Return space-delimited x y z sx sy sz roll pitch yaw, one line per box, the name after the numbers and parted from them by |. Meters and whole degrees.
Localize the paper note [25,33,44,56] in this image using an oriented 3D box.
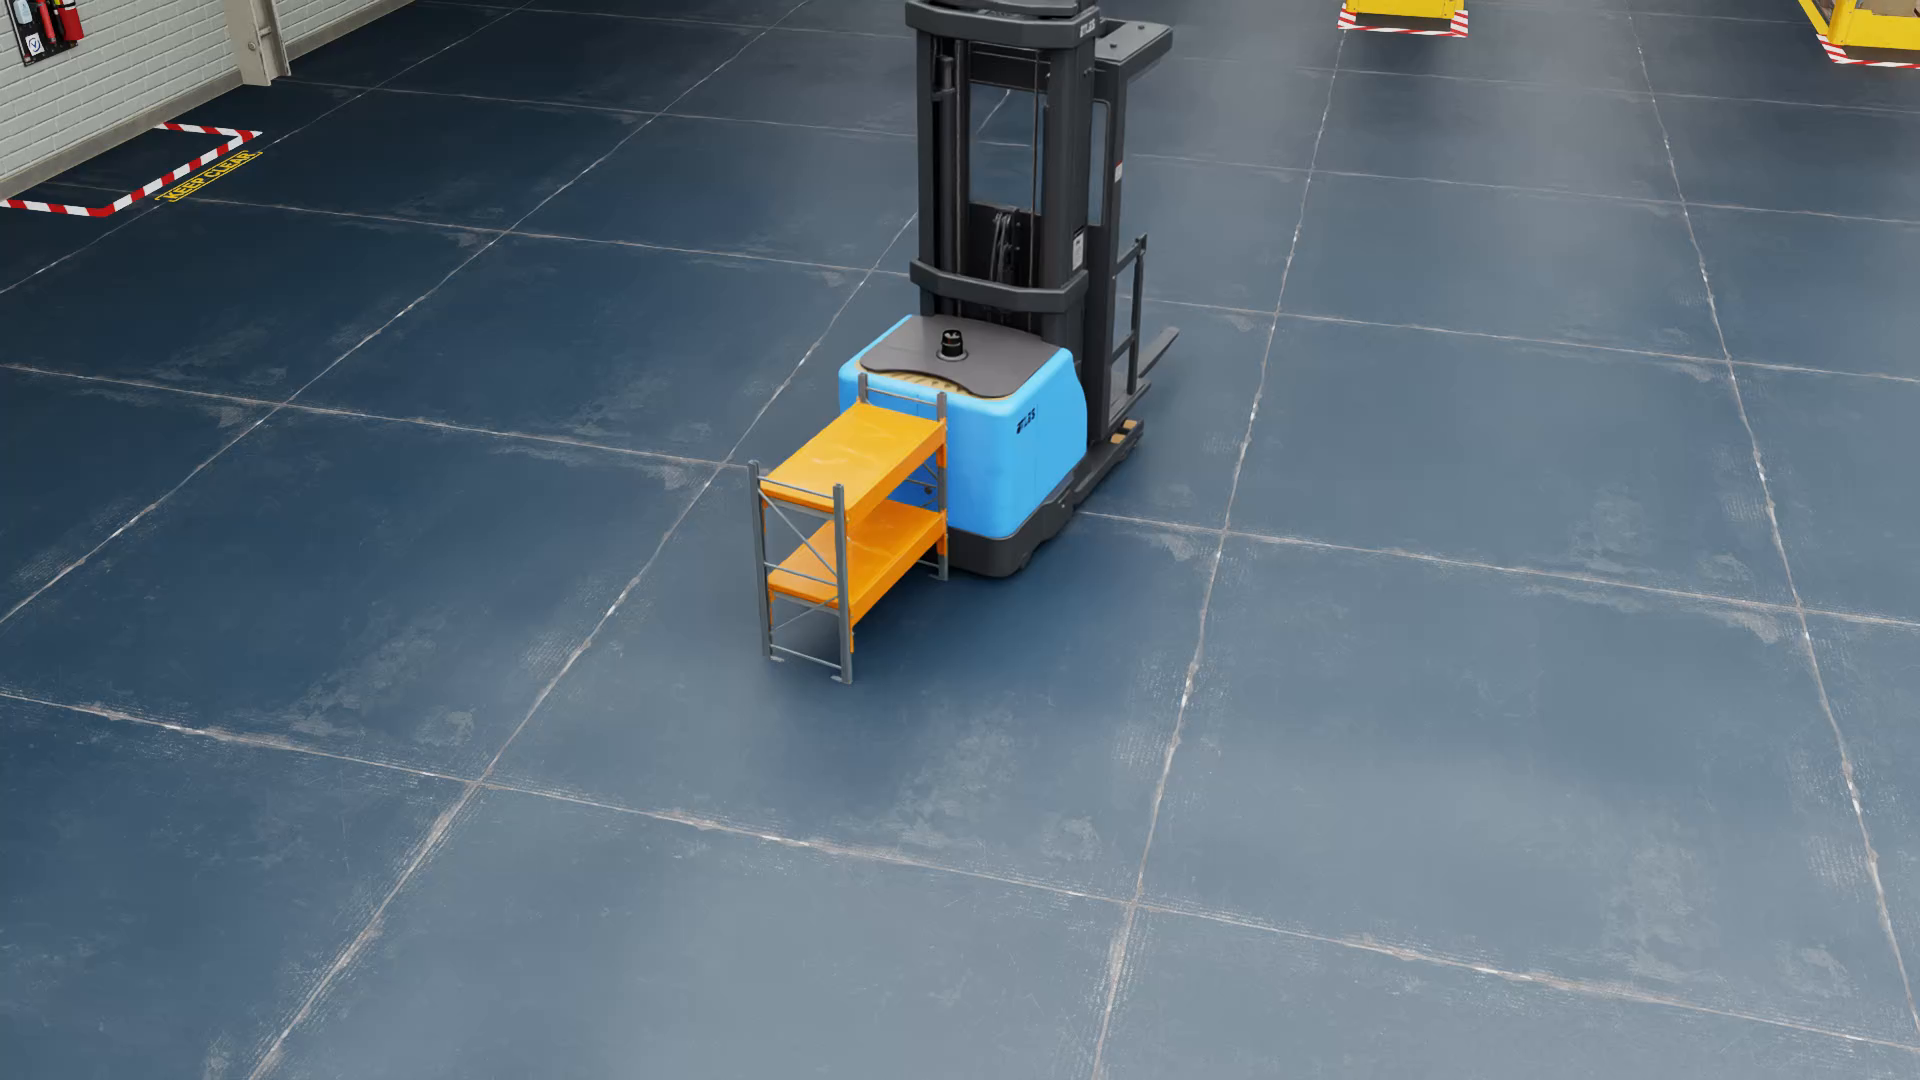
-7.621 -4.084 13.700 0.016 0.148 0.142 8 33 12 | paper note

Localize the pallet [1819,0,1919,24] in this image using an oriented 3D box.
9.969 -5.704 18.026 1.003 0.211 1.213 8 33 12 | pallet

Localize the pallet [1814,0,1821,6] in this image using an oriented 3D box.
10.281 -6.336 19.019 1.003 0.211 1.213 8 33 12 | pallet

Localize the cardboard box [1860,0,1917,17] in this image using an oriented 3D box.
9.884 -5.869 17.625 0.500 0.500 0.500 14 35 21 | cardboard box

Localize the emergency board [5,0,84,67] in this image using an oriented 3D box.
-7.510 -4.538 13.593 0.194 1.169 0.643 8 33 12 | emergency board

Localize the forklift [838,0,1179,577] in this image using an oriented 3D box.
0.468 -1.809 9.364 1.130 2.935 3.031 15 36 23 | forklift

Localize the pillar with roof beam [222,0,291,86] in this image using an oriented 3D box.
-2.681 -7.761 13.071 9.100 9.000 0.400 8 33 12 | pillar with roof beam

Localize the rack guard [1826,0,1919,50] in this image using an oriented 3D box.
9.729 -5.410 17.293 1.175 0.500 0.348 8 33 12 | rack guard

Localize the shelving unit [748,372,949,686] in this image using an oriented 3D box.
-0.524 -0.074 8.318 0.538 1.125 1.048 15 36 23 | shelving unit

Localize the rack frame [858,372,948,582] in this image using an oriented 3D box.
-0.293 -0.317 8.700 0.500 1.125 0.032 15 36 23 | rack frame

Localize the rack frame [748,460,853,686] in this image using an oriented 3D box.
-0.756 0.169 7.936 0.500 1.125 0.032 15 36 23 | rack frame

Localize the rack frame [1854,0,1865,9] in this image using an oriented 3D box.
9.710 -6.425 16.561 1.000 3.000 0.127 8 33 12 | rack frame

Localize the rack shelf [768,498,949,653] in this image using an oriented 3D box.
-0.524 0.132 8.450 0.538 0.278 1.000 15 36 23 | rack shelf

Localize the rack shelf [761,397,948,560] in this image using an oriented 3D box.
-0.524 -0.321 8.161 0.538 0.278 1.000 15 36 23 | rack shelf

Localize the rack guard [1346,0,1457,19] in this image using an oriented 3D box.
4.893 -6.090 18.364 1.175 0.500 0.348 8 33 12 | rack guard
